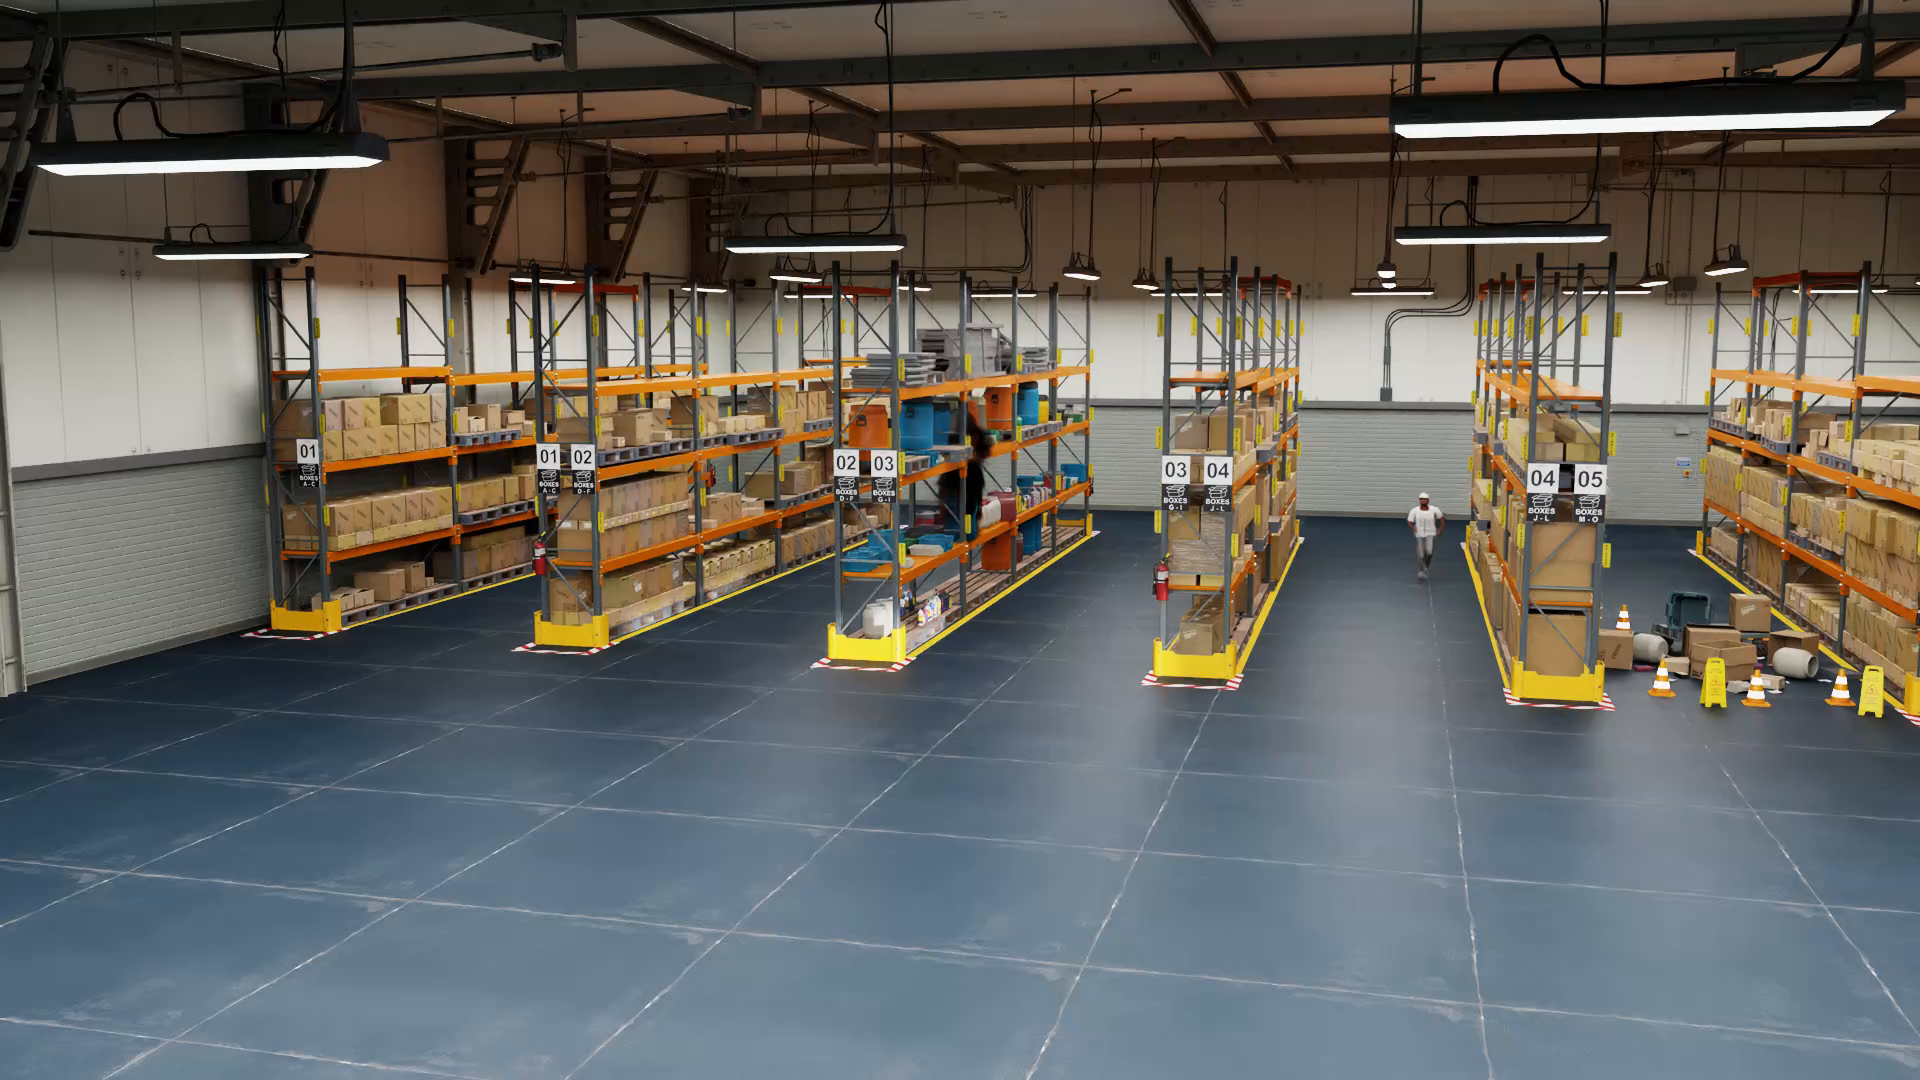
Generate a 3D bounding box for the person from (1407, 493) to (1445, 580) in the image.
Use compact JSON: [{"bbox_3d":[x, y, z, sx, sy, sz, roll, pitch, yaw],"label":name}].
[{"bbox_3d":[9.304,-0.074,33.279,0.707,1.737,0.653,2,8,19],"label":"person"}]
